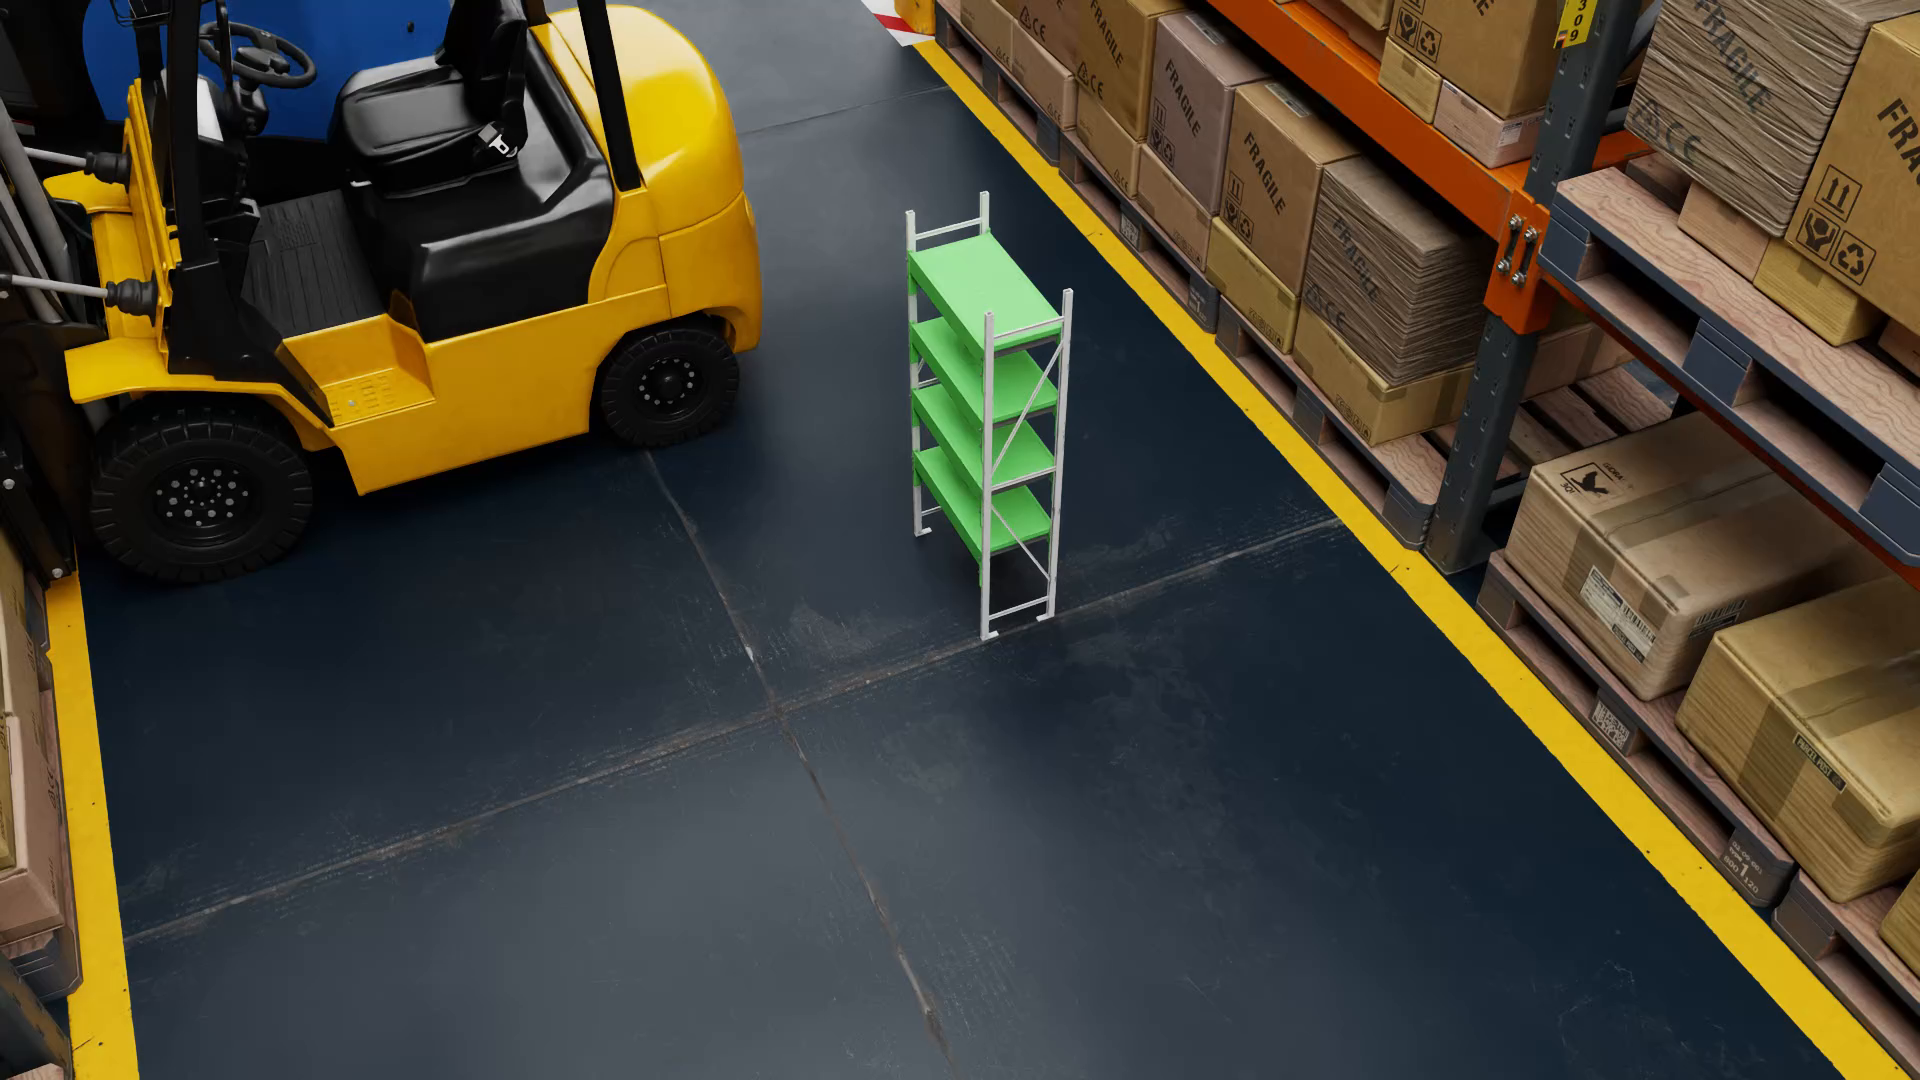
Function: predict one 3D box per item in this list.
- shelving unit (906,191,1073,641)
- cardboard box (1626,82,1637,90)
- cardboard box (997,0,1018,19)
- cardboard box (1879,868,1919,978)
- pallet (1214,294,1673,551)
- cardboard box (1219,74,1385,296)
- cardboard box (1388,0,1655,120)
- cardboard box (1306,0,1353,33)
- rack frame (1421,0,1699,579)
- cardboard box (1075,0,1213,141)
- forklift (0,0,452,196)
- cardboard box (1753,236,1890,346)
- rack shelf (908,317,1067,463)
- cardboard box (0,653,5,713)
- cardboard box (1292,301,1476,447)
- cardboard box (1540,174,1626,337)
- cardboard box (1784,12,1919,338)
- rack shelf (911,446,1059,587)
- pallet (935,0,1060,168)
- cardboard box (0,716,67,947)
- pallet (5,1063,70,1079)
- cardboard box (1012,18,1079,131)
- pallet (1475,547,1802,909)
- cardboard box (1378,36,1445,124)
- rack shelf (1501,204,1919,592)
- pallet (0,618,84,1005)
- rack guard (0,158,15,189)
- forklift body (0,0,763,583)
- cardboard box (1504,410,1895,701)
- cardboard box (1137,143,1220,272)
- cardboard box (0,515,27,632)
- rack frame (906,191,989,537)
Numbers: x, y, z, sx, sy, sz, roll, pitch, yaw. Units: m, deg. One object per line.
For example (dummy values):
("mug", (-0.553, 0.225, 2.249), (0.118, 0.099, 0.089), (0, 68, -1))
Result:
("shelving unit", (0.070, -0.322, 4.722), (0.258, 1.200, 0.503), (-18, 47, -17))
("cardboard box", (2.083, -1.343, 4.654), (0.380, 0.149, 0.250), (-18, 47, -18))
("cardboard box", (0.342, -2.512, 6.785), (0.500, 0.500, 0.500), (-20, 48, -19))
("cardboard box", (2.747, 0.883, 3.792), (0.950, 0.372, 0.625), (-17, 47, -16))
("pallet", (1.610, -0.561, 5.669), (1.003, 0.211, 1.213), (-18, 47, -17))
("cardboard box", (1.217, -1.196, 5.451), (0.500, 0.500, 0.500), (-17, 47, -17))
("cardboard box", (1.512, -1.488, 4.339), (0.500, 0.500, 0.500), (-19, 48, -18))
("cardboard box", (1.271, -1.671, 4.986), (0.380, 0.149, 0.250), (-19, 48, -18))
("rack frame", (1.925, -1.136, 4.266), (1.000, 3.000, 0.127), (-18, 47, -17))
("cardboard box", (0.769, -1.859, 6.123), (0.500, 0.500, 0.500), (-17, 47, -17))
("forklift", (-3.679, -2.861, 6.063), (3.031, 2.935, 1.130), (7, 45, 7))
("cardboard box", (1.967, -0.589, 3.591), (0.380, 0.149, 0.250), (-17, 47, -17))
("rack shelf", (0.070, -0.447, 4.598), (0.258, 0.148, 0.480), (-18, 47, -17))
("cardboard box", (-2.714, 0.263, 4.150), (0.500, 0.250, 0.500), (-18, 47, -18))
("cardboard box", (1.432, -0.605, 5.386), (0.500, 0.250, 0.500), (-16, 47, -16))
("cardboard box", (1.922, -1.030, 5.283), (0.500, 0.500, 0.500), (-16, 47, -16))
("cardboard box", (2.073, -0.725, 3.267), (0.500, 0.500, 0.500), (-18, 47, -17))
("rack shelf", (0.070, -0.105, 4.935), (0.258, 0.148, 0.480), (-18, 47, -17))
("pallet", (0.584, -2.116, 7.245), (1.003, 0.211, 1.213), (-18, 47, -17))
("cardboard box", (-2.480, 0.755, 4.008), (0.500, 0.250, 0.500), (-18, 47, -17))
("pallet", (-2.232, 1.782, 3.293), (1.003, 0.211, 1.213), (-18, 47, -17))
("cardboard box", (0.539, -1.933, 6.732), (0.500, 0.250, 0.500), (-16, 47, -16))
("pallet", (2.253, 0.352, 4.743), (1.003, 0.211, 1.213), (-18, 47, -17))
("cardboard box", (1.402, -1.319, 4.630), (0.380, 0.149, 0.250), (-17, 47, -17))
("rack shelf", (2.766, 0.394, 3.227), (1.077, 0.370, 4.000), (-18, 47, -17))
("pallet", (-2.874, 0.805, 4.284), (1.003, 0.211, 1.213), (-18, 47, -17))
("rack guard", (-4.269, -1.343, 6.255), (1.175, 0.500, 0.348), (-18, 47, -17))
("forklift body", (-1.807, -1.245, 4.981), (2.313, 2.155, 1.214), (-18, 47, -17))
("cardboard box", (2.148, -0.017, 4.704), (0.950, 0.372, 0.625), (-17, 47, -17))
("cardboard box", (0.990, -1.266, 6.056), (0.500, 0.250, 0.500), (-17, 47, -17))
("cardboard box", (-2.938, 0.113, 4.658), (0.500, 0.250, 0.500), (-17, 47, -17))
("rack frame", (-0.033, -0.477, 4.879), (0.240, 1.200, 0.015), (-18, 47, -17))
